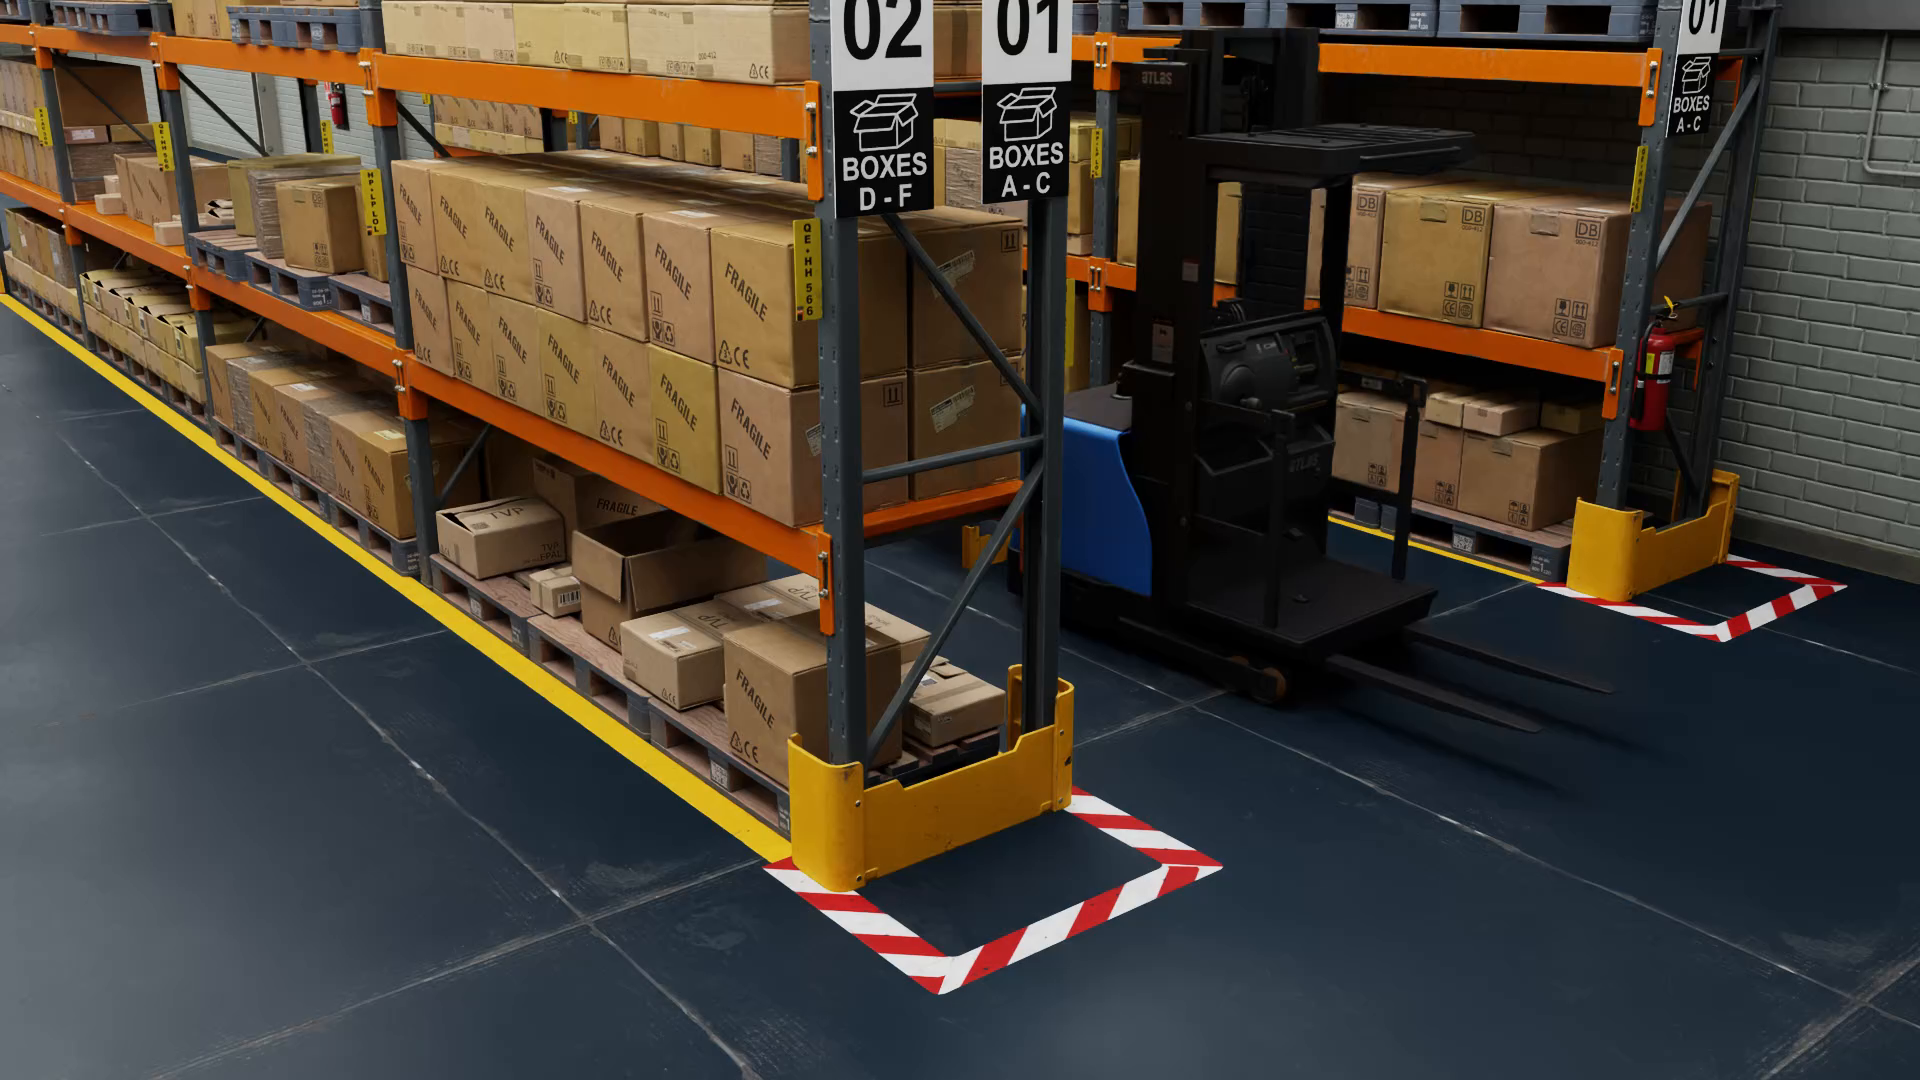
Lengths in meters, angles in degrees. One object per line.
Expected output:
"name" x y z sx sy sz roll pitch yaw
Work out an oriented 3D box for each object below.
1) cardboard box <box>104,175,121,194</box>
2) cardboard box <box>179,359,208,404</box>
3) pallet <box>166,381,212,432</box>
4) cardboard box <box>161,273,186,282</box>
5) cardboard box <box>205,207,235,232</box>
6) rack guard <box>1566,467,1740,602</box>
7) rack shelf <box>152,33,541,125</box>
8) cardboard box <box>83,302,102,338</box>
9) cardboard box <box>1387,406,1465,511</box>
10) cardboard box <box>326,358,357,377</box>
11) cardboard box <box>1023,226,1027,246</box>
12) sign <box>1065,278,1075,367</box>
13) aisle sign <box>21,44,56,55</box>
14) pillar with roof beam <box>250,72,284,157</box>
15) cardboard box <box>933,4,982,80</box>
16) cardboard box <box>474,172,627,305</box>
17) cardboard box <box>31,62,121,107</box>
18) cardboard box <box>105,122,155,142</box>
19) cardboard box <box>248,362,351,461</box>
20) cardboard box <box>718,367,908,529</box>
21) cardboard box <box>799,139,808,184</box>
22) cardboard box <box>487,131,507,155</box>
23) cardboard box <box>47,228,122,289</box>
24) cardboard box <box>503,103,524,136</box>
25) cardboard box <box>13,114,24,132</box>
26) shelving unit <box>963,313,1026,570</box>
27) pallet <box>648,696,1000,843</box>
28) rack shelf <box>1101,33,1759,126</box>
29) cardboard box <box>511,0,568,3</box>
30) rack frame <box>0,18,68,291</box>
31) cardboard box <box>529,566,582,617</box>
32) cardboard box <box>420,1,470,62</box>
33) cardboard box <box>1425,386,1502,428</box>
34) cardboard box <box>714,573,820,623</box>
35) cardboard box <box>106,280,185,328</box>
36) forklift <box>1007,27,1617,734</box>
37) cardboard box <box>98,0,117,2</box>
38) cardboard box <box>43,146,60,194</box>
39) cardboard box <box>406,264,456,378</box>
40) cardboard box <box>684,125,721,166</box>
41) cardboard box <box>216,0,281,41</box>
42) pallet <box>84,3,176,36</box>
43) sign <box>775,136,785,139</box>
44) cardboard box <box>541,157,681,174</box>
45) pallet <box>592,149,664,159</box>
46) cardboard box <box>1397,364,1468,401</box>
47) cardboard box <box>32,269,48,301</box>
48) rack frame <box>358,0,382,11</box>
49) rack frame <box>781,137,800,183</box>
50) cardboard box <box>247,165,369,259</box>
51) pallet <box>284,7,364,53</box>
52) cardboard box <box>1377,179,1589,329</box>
"cardboard box" -7.155 -3.051 14.543 0.500 0.250 0.500 -12 22 -33
"cardboard box" -5.529 -1.225 12.498 0.500 0.250 0.500 -13 23 -35
"pallet" -5.492 -1.136 12.958 1.003 0.211 1.213 -14 23 -36
"cardboard box" -6.691 -2.224 14.622 0.500 0.311 0.500 -13 22 -35
"cardboard box" -5.203 -2.305 12.194 0.500 0.311 0.500 -12 22 -33
"rack guard" 3.852 -0.053 9.228 1.175 0.500 0.348 -14 23 -36
"rack shelf" -3.769 -2.839 10.037 1.077 0.370 4.000 -14 23 -36
"cardboard box" -7.439 -1.981 14.780 0.500 0.250 0.500 -15 23 -37
"cardboard box" 3.013 -0.535 10.014 0.700 0.500 0.500 -14 23 -36
"cardboard box" -3.925 -0.959 11.264 0.500 0.500 0.500 -15 24 -38
"cardboard box" 0.621 -2.280 12.344 0.380 0.149 0.250 -13 22 -34
"sign" 0.381 -0.795 6.114 0.100 0.325 0.005 -14 23 -36
"aisle sign" -9.789 -5.528 17.650 0.394 0.787 0.004 -14 23 -36
"pillar with roof beam" -15.810 -10.149 26.198 9.100 9.000 0.400 -14 23 -36
"cardboard box" -0.164 -1.807 6.015 0.500 0.250 0.500 -14 23 -36
"cardboard box" -1.816 -1.361 7.451 0.500 0.500 0.500 -15 23 -38
"cardboard box" -8.090 -4.131 15.342 0.700 0.500 0.500 -14 23 -36
"cardboard box" -7.510 -3.694 15.057 0.380 0.149 0.250 -14 23 -36
"cardboard box" -4.316 -0.851 10.938 0.500 0.500 0.500 -14 23 -37
"cardboard box" -0.535 -0.383 6.087 0.500 0.500 0.500 -13 22 -34
"cardboard box" -1.029 -3.246 14.228 0.500 0.500 0.500 -13 22 -35
"cardboard box" -5.086 -4.568 19.092 0.500 0.250 0.500 -14 23 -36
"cardboard box" -8.255 -2.682 15.704 0.500 0.500 0.500 -14 23 -36
"cardboard box" -4.768 -4.801 18.604 0.500 0.500 0.500 -15 23 -38
"cardboard box" -8.950 -4.058 16.156 0.380 0.149 0.250 -14 23 -36
"shelving unit" -0.047 -0.731 9.683 0.587 1.500 1.083 -14 23 -36
"pallet" -0.587 0.831 7.018 1.003 0.211 1.213 -14 23 -36
"rack shelf" 2.595 -2.821 9.983 1.077 0.370 4.000 -14 23 -36
"cardboard box" -1.497 -2.314 6.750 0.500 0.250 0.500 -14 23 -36
"rack frame" -9.978 -4.221 17.837 1.000 3.000 0.127 -14 23 -36
"cardboard box" -1.892 0.229 8.206 0.380 0.166 0.250 -14 23 -36
"cardboard box" -2.112 -2.324 7.577 0.500 0.250 0.500 -14 23 -36
"cardboard box" 2.942 -0.778 9.718 0.380 0.149 0.250 -13 22 -35
"cardboard box" -0.780 0.383 7.609 0.500 0.250 0.500 -14 23 -36
"cardboard box" -6.804 -1.993 13.924 0.500 0.311 0.500 -15 23 -38
"forklift" 1.598 -0.820 7.676 1.130 2.935 3.031 -15 24 -39
"cardboard box" -6.356 -4.304 12.887 0.500 0.250 0.500 -16 24 -41
"cardboard box" -8.108 -3.519 15.560 0.700 0.500 0.500 -14 23 -37
"cardboard box" -2.425 -1.132 8.351 0.500 0.500 0.500 -13 22 -35
"cardboard box" -2.221 -3.890 15.979 0.700 0.500 0.500 -14 23 -36
"cardboard box" -4.074 -3.366 10.325 0.910 0.500 0.500 -14 23 -36
"pallet" -5.503 -3.733 11.894 1.213 0.211 1.003 -13 22 -34
"sign" -1.550 -3.621 14.310 0.100 0.325 0.005 -14 23 -36
"cardboard box" -1.690 -1.586 8.131 0.500 0.500 0.500 -15 23 -37
"pallet" -3.253 -3.895 17.159 1.003 0.211 1.213 -14 23 -36
"cardboard box" 2.929 -0.977 10.317 0.380 0.149 0.250 -14 23 -35
"cardboard box" -8.890 -2.569 16.556 0.500 0.250 0.500 -14 23 -36
"rack frame" -2.528 -4.112 7.964 1.000 3.000 0.127 -14 23 -36
"rack frame" -1.130 -3.217 14.806 1.000 3.000 0.127 -14 23 -36
"cardboard box" -4.114 -2.100 10.607 0.700 0.500 0.500 -9 20 -26
"pallet" -2.877 -2.773 8.992 1.213 0.211 1.003 -14 23 -36
"cardboard box" 3.052 -1.689 9.714 0.980 0.700 0.700 -14 23 -37
